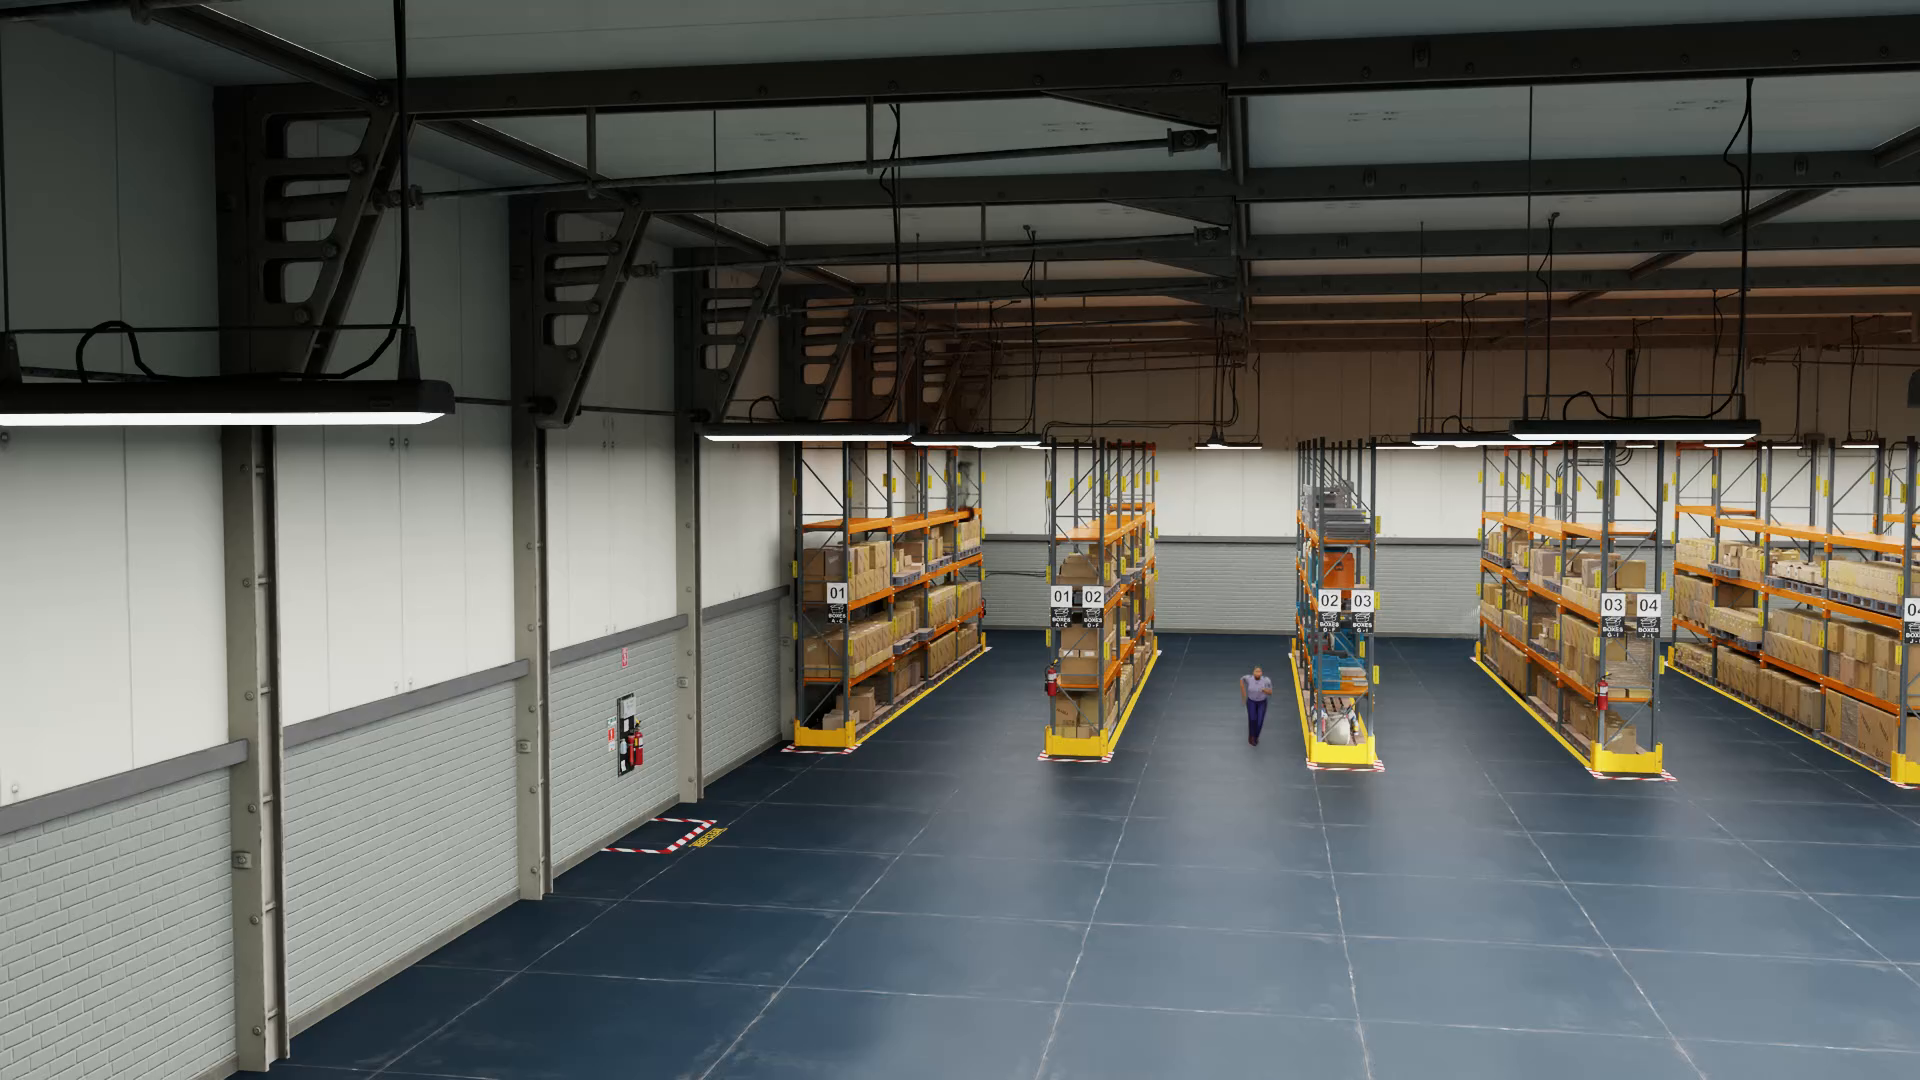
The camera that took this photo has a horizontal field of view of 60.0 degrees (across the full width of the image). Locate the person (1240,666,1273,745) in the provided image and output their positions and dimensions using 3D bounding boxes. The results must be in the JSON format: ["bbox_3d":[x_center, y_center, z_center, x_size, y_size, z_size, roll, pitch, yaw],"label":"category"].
[{"bbox_3d":[5.754,3.206,32.288,0.591,1.571,0.824,0,3,2],"label":"person"}]

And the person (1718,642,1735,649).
[{"bbox_3d":[20.717,2.458,45.123,0.763,1.794,0.947,-2,3,-27],"label":"person"}]
